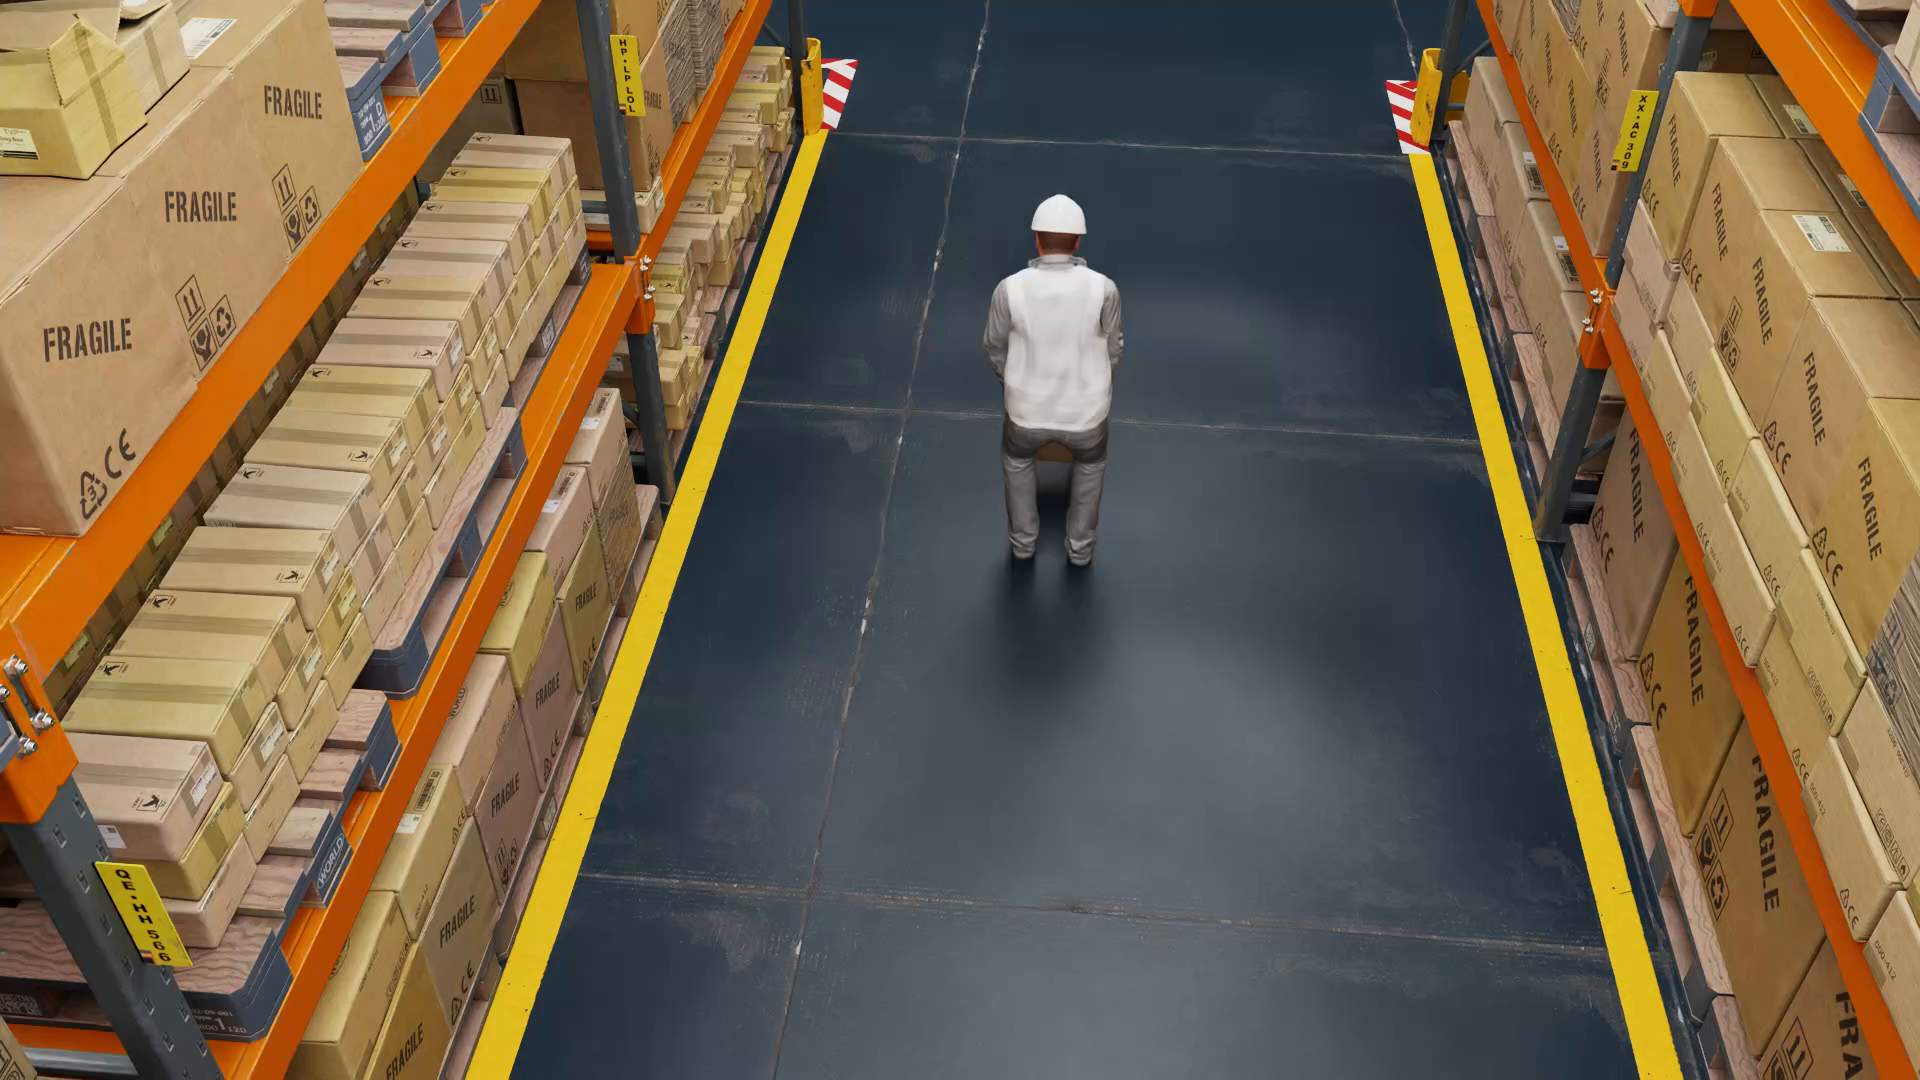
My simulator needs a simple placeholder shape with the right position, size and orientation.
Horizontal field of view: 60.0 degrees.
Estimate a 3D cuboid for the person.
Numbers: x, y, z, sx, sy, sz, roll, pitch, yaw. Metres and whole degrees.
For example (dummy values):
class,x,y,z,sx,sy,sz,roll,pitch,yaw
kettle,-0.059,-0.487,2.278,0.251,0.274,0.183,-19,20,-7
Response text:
class,x,y,z,sx,sy,sz,roll,pitch,yaw
person,0.383,-0.623,6.990,0.577,1.647,0.581,4,40,5
